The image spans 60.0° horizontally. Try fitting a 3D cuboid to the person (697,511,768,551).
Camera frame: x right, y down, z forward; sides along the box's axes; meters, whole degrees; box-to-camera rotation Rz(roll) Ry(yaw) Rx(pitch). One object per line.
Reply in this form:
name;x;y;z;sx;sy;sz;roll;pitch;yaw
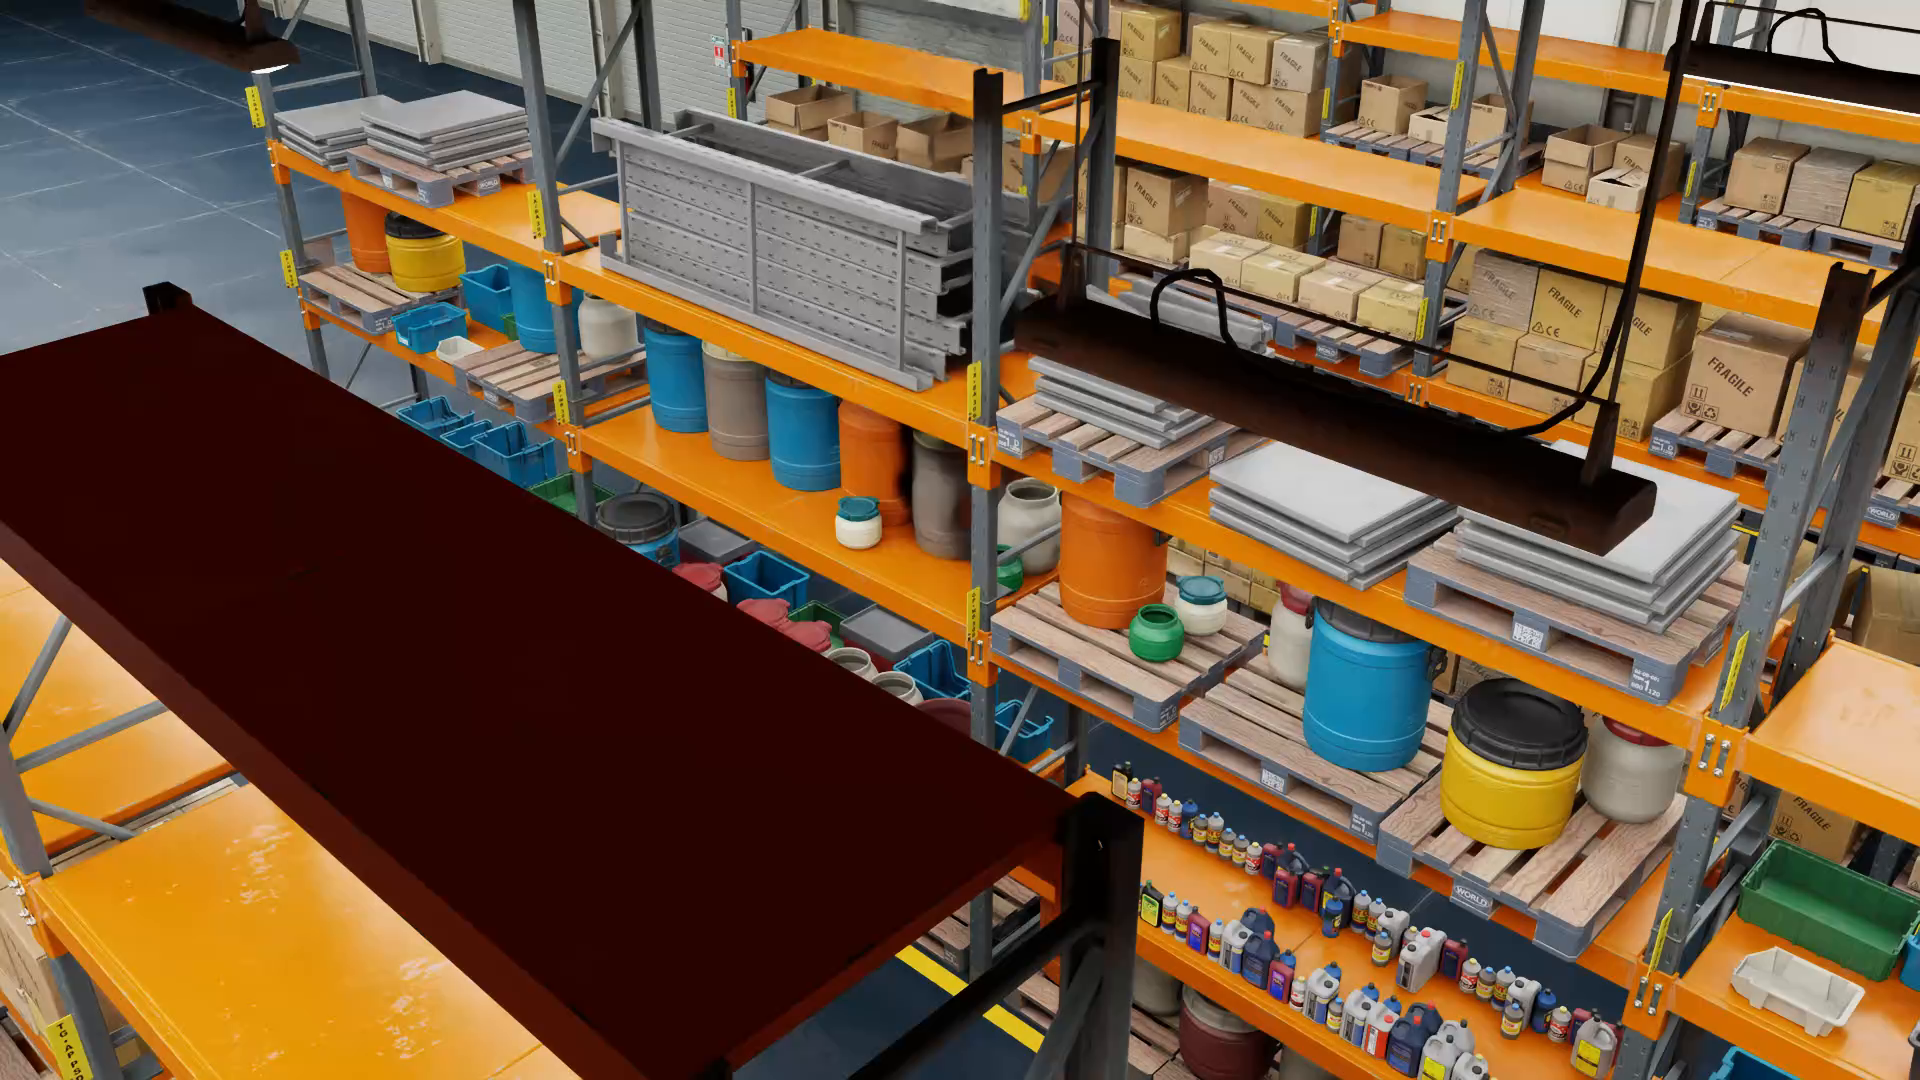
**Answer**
person;-2.195;-0.482;15.448;0.976;1.690;0.597;17;34;27
